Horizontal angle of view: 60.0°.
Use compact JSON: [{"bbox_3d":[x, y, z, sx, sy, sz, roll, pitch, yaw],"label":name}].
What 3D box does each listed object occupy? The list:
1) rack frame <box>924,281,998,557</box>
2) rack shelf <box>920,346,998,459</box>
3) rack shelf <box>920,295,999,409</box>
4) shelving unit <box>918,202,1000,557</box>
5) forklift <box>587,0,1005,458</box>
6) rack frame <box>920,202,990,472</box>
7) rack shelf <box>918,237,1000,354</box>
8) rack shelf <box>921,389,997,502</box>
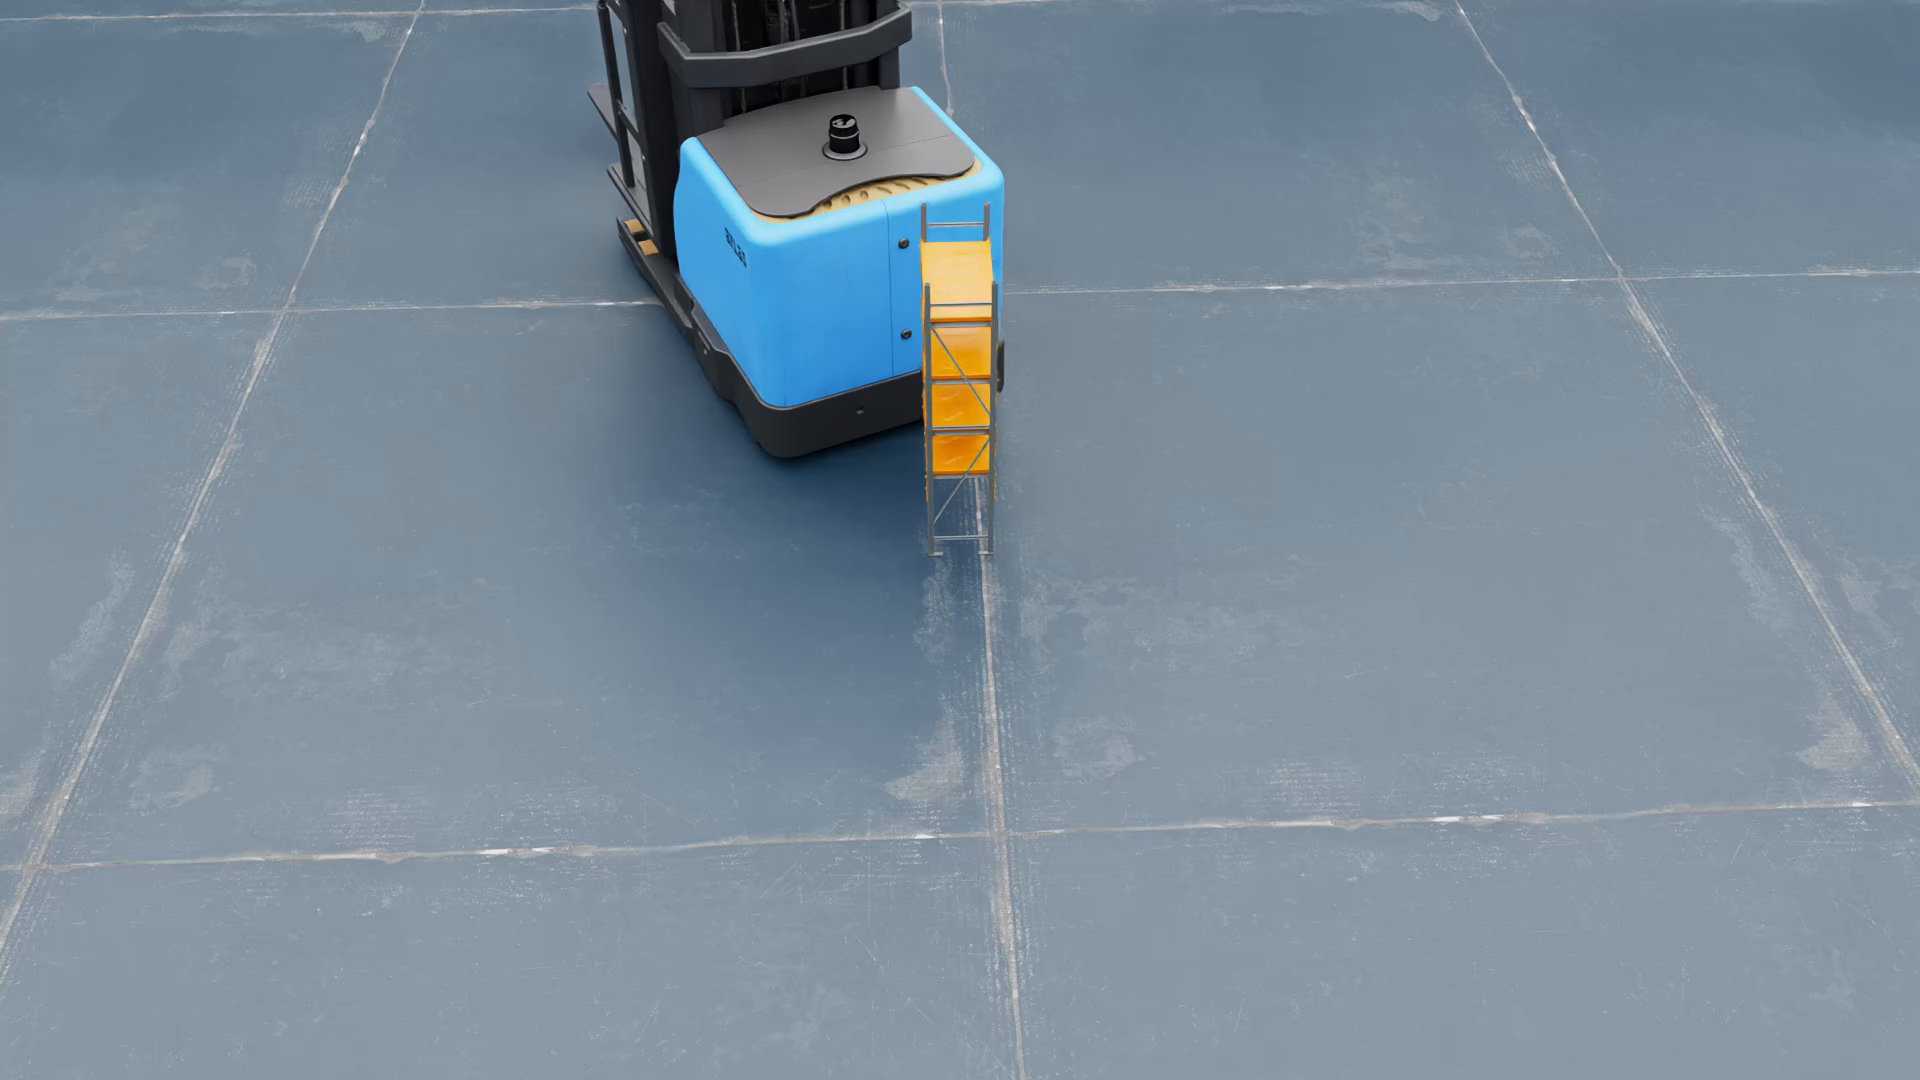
[{"bbox_3d":[0.003,-0.389,5.787,0.240,1.200,0.015,-2,43,-2],"label":"rack frame"},{"bbox_3d":[-0.007,-0.504,6.012,0.258,0.148,0.480,-2,43,-2],"label":"rack shelf"},{"bbox_3d":[-0.007,-0.669,5.861,0.258,0.148,0.480,-2,43,-2],"label":"rack shelf"},{"bbox_3d":[-0.007,-0.554,5.966,0.258,1.200,0.503,-2,43,-2],"label":"shelving unit"},{"bbox_3d":[-0.921,-2.398,6.696,1.130,2.935,3.031,-18,46,-19],"label":"forklift"},{"bbox_3d":[-0.017,-0.719,6.146,0.240,1.200,0.015,-2,43,-2],"label":"rack frame"},{"bbox_3d":[-0.007,-0.844,5.701,0.258,0.148,0.480,-2,43,-2],"label":"rack shelf"},{"bbox_3d":[-0.007,-0.358,6.146,0.258,0.148,0.480,-2,43,-2],"label":"rack shelf"}]
